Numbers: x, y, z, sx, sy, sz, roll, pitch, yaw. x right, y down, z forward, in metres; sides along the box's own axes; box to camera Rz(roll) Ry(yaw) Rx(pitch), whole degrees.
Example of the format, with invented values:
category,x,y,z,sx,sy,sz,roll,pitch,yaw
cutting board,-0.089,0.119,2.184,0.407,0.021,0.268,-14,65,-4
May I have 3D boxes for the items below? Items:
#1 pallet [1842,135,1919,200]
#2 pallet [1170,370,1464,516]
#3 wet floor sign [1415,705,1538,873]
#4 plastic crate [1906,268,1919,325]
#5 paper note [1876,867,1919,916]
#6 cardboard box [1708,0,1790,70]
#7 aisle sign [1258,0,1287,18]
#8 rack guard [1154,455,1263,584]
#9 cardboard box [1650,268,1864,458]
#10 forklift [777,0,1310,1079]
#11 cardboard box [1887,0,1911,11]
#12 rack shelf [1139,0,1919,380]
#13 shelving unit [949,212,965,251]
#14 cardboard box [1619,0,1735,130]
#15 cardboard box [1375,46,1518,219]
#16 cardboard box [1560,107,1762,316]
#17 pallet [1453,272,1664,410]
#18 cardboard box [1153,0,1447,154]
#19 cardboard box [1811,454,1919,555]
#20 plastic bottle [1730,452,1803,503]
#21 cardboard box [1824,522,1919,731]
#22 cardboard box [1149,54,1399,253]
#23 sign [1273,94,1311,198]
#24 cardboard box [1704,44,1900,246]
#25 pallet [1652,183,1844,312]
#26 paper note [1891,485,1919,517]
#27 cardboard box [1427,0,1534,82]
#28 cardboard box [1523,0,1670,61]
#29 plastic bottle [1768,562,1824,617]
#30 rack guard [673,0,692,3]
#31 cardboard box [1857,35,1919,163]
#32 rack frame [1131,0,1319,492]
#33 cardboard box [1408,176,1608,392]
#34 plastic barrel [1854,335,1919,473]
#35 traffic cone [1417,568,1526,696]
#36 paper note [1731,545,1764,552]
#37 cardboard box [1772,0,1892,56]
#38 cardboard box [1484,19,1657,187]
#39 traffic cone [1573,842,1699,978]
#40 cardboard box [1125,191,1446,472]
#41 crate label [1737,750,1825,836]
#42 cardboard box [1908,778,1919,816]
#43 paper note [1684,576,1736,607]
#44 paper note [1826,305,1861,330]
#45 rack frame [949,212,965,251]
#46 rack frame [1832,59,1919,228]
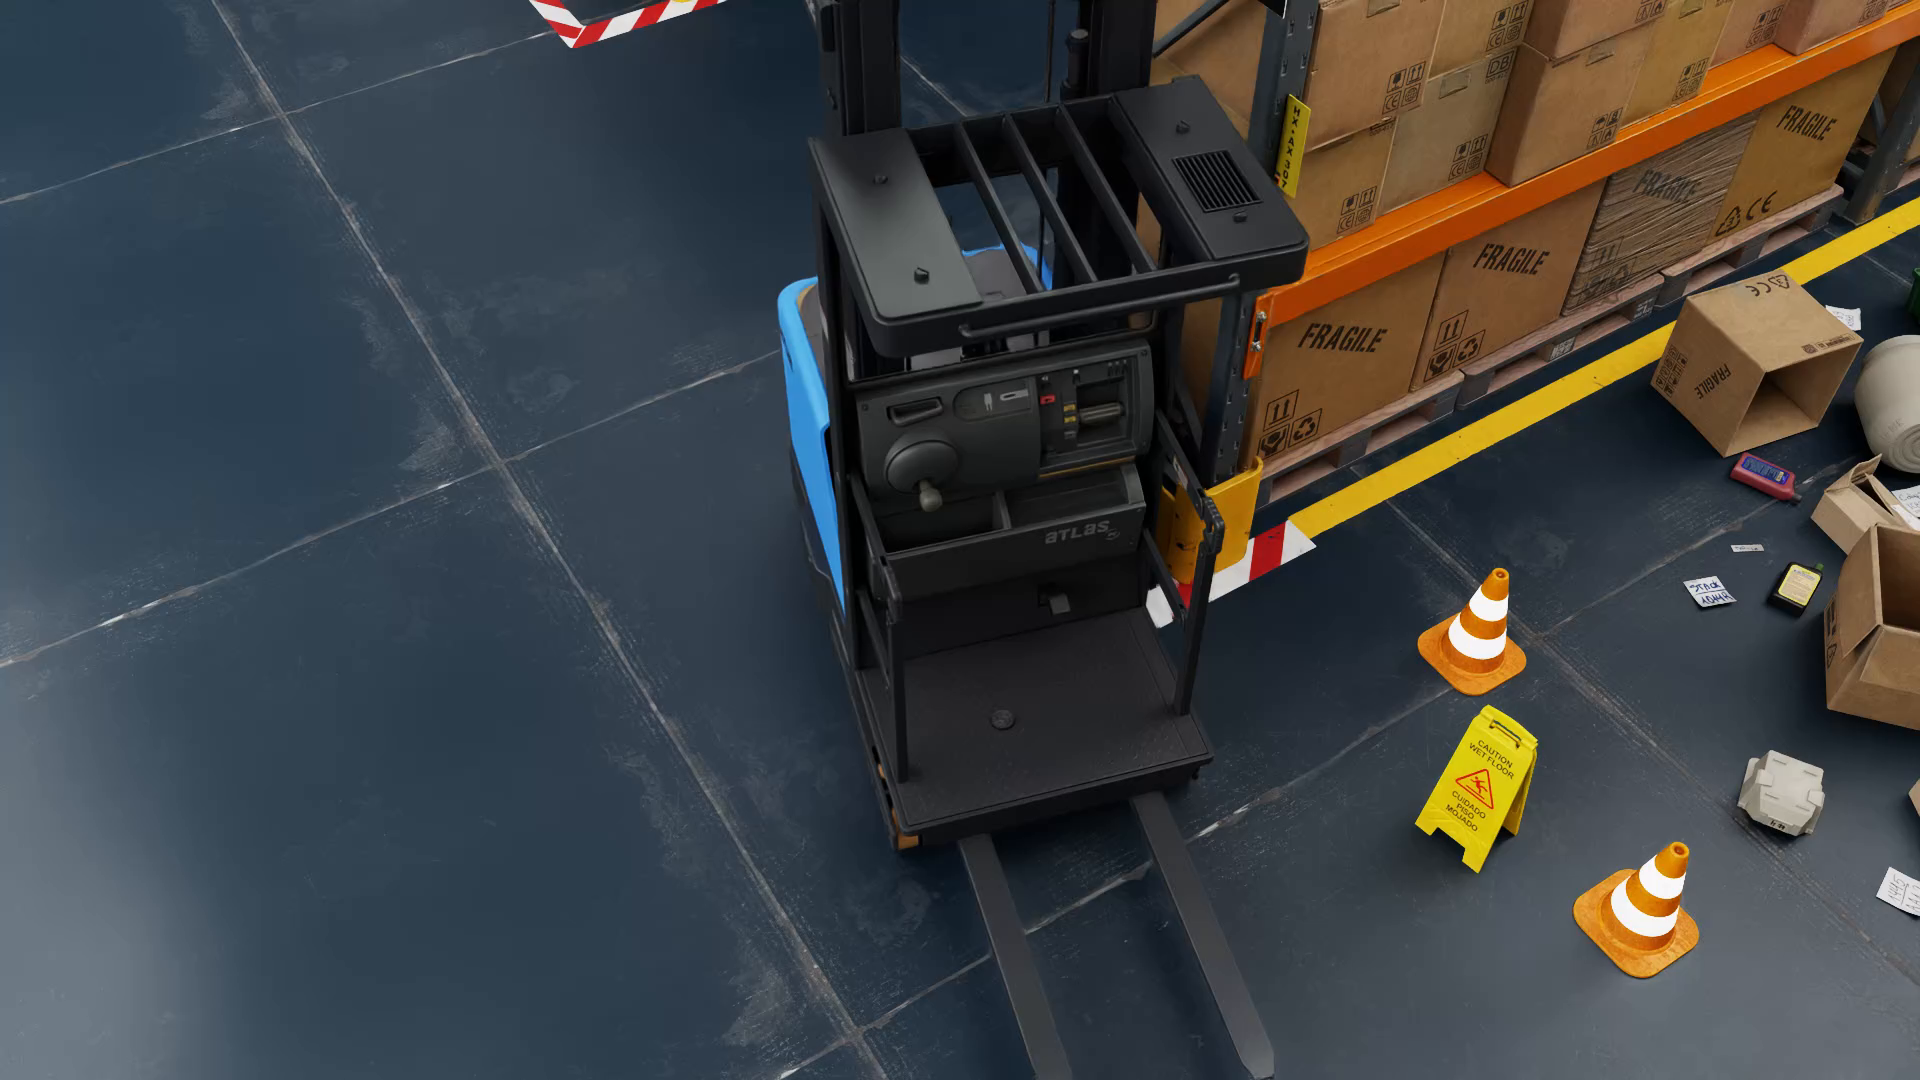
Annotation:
category,x,y,z,sx,sy,sz,roll,pitch,yaw
pallet,4.728,-2.273,8.578,1.213,0.211,1.003,-25,53,-21
pallet,1.367,-0.692,7.170,1.213,0.211,1.003,-25,53,-21
wet floor sign,1.765,0.794,5.556,0.232,0.644,0.267,-34,57,-27
plastic crate,4.668,-1.033,7.451,0.662,0.188,0.450,-2,38,-1
paper note,3.197,1.188,5.617,0.148,0.019,0.142,30,55,24
cardboard box,2.837,-2.366,6.694,0.550,0.550,0.875,-25,53,-21
aisle sign,0.833,-1.898,4.636,0.004,0.787,0.394,-25,53,-21
rack guard,0.712,-0.411,6.726,0.348,0.500,1.175,-25,53,-21
cardboard box,3.350,-0.748,7.025,0.500,0.500,0.500,-17,51,-15
forklift,0.208,-0.244,4.950,1.130,2.935,3.031,-12,49,-10
cardboard box,3.810,-2.741,7.027,0.550,0.550,0.875,-25,53,-21
rack shelf,2.424,-1.809,6.780,4.000,0.370,1.077,-25,53,-21
shelving unit,-0.130,-0.819,6.722,0.252,1.050,0.215,-12,49,-10
cardboard box,2.443,-2.092,6.449,0.500,0.550,0.875,-25,53,-21
cardboard box,1.476,-1.711,6.110,0.550,0.550,0.875,-25,53,-21
cardboard box,2.786,-1.710,7.351,0.875,0.875,0.875,-25,53,-21
pallet,2.398,-1.175,7.601,1.213,0.211,1.003,-25,53,-21
cardboard box,1.067,-1.784,5.452,0.550,0.550,0.875,-25,53,-21
cardboard box,3.645,-0.088,6.596,0.258,0.266,0.396,-17,51,-15
plastic bottle,3.352,-0.252,6.879,0.283,0.061,0.133,30,55,24
cardboard box,3.594,0.366,6.032,0.797,0.503,0.637,13,50,12
cardboard box,1.022,-1.478,5.902,0.550,0.550,0.875,-25,53,-21
sign,1.024,-1.213,5.134,0.005,0.325,0.100,-25,53,-21
cardboard box,3.546,-2.072,7.673,0.875,0.875,0.875,-24,53,-20
pallet,3.431,-1.664,8.036,1.213,0.211,1.003,-25,53,-21
paper note,3.944,-0.158,6.821,0.155,0.023,0.172,-9,49,-8
cardboard box,1.483,-2.061,5.699,0.550,0.550,0.875,-25,53,-21
cardboard box,2.029,-2.199,5.821,0.550,0.550,0.875,-25,53,-21
plastic bottle,3.277,0.171,6.502,0.133,0.061,0.283,30,55,24
rack guard,-1.764,-3.623,9.587,0.348,0.500,1.175,-25,53,-21
cardboard box,4.593,-2.541,8.175,0.750,0.750,1.050,-25,53,-21
rack frame,0.733,-1.251,5.801,0.127,3.000,1.000,-25,53,-21
cardboard box,2.014,-1.348,7.029,0.875,0.875,0.875,-26,53,-21
plastic barrel,3.975,-0.568,6.917,0.421,0.421,0.512,6,49,5
traffic cone,1.940,0.278,6.138,0.334,0.463,0.336,-25,53,-21
paper note,3.154,0.032,6.660,0.123,0.001,0.032,-2,48,-1
cardboard box,3.357,-2.507,6.819,0.550,0.550,0.875,-25,53,-21
cardboard box,2.016,-1.855,6.238,0.550,0.550,0.875,-25,53,-21
traffic cone,2.255,1.127,5.382,0.334,0.463,0.336,-25,53,-21
cardboard box,1.271,-0.996,6.716,0.875,0.875,0.875,-25,53,-21
crate label,2.887,0.883,5.818,0.250,0.136,0.298,21,52,18
cardboard box,3.489,0.985,5.718,0.250,0.149,0.380,-2,48,-1
paper note,2.930,0.201,6.497,0.142,0.017,0.144,-9,49,-8
paper note,4.030,-1.018,7.581,0.147,0.020,0.142,13,50,12
rack frame,-0.013,-0.844,6.744,0.008,1.050,0.200,-12,49,-10
rack frame,4.116,-2.845,7.221,0.127,3.000,1.000,-25,53,-21
